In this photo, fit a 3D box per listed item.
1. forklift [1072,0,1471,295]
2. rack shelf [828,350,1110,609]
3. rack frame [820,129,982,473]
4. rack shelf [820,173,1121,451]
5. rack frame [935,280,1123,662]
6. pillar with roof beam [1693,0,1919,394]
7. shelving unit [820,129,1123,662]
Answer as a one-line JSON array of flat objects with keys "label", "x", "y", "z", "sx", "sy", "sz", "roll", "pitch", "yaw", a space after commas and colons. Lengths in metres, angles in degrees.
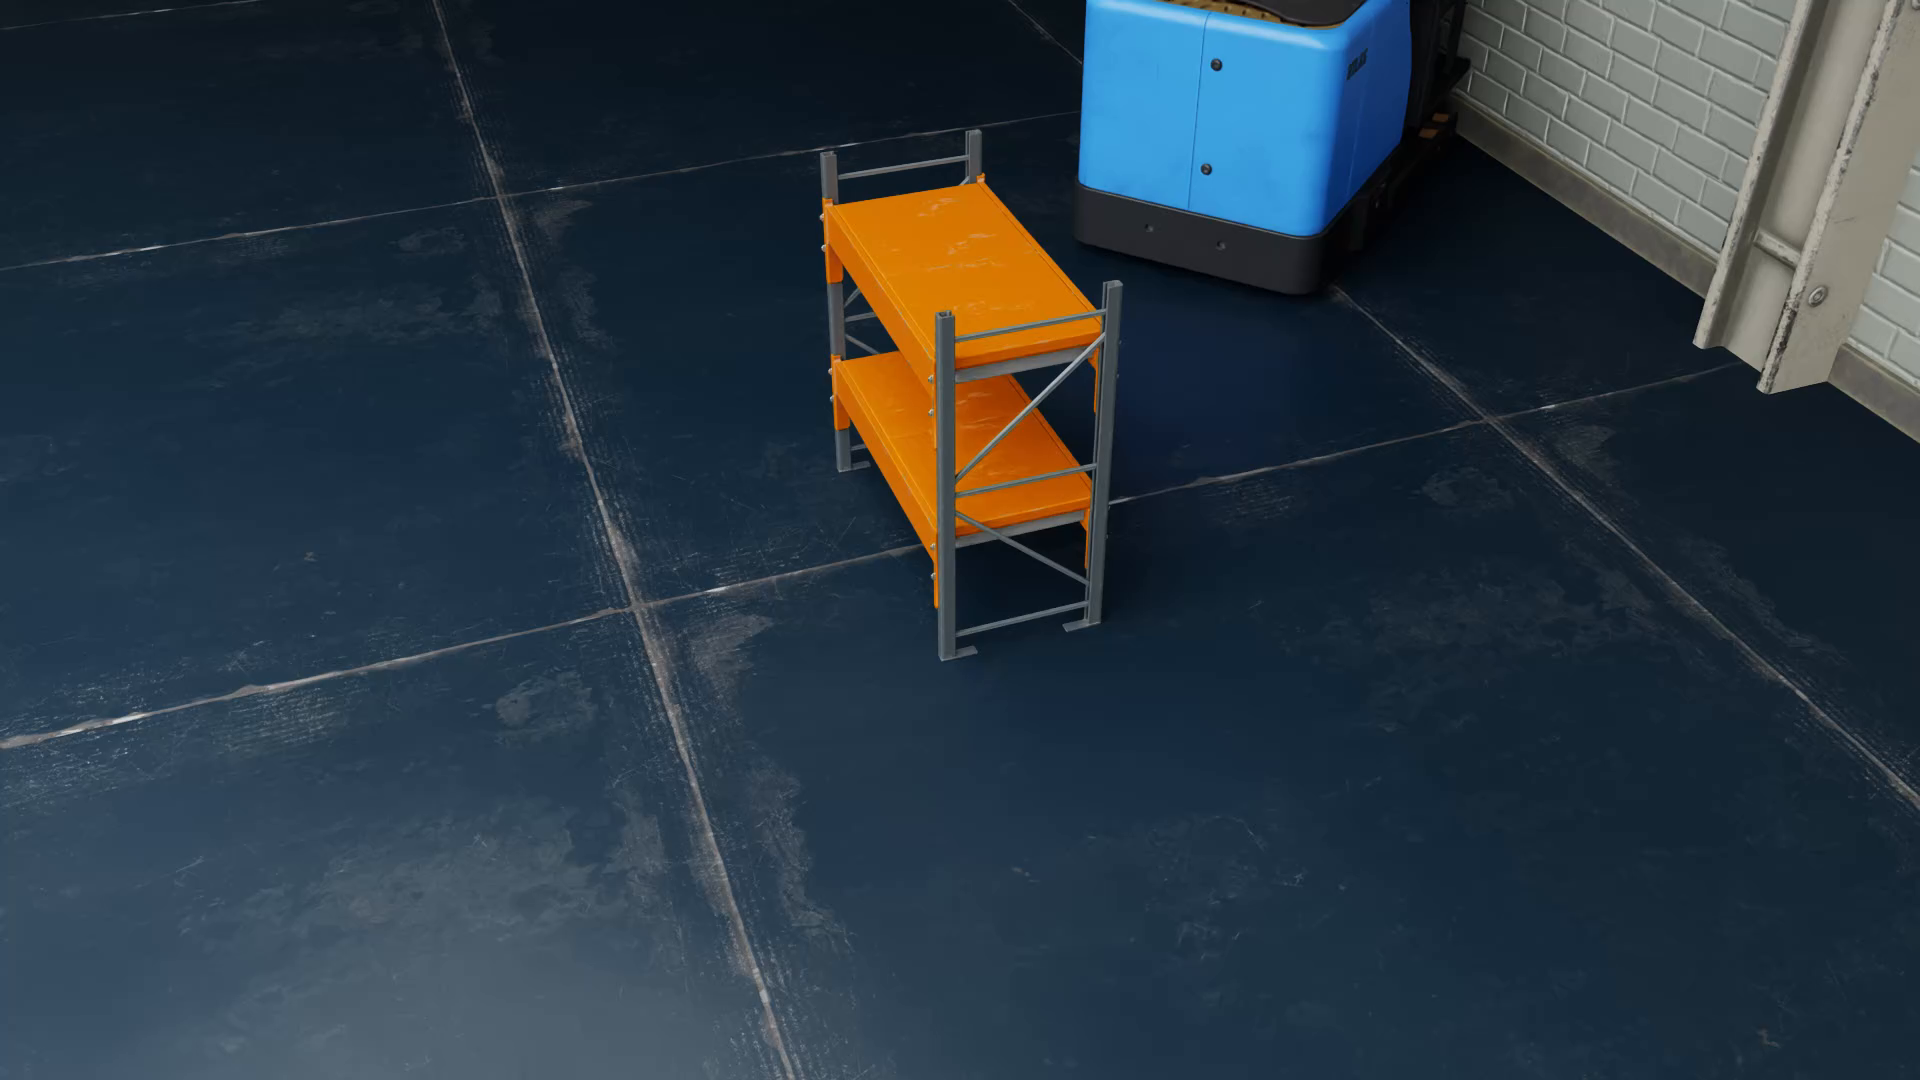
[{"label": "forklift", "x": 1.620, "y": -2.979, "z": 6.768, "sx": 1.130, "sy": 2.935, "sz": 3.031, "roll": 19, "pitch": 41, "yaw": 23}, {"label": "rack shelf", "x": 0.002, "y": -0.250, "z": 5.054, "sx": 0.538, "sy": 0.278, "sz": 1.000, "roll": -12, "pitch": 39, "yaw": -16}, {"label": "rack frame", "x": -0.173, "y": -0.733, "z": 5.288, "sx": 0.500, "sy": 1.125, "sz": 0.032, "roll": -12, "pitch": 39, "yaw": -16}, {"label": "rack shelf", "x": 0.002, "y": -0.679, "z": 4.730, "sx": 0.538, "sy": 0.278, "sz": 1.000, "roll": -12, "pitch": 39, "yaw": -16}, {"label": "rack frame", "x": 0.177, "y": -0.158, "z": 4.525, "sx": 0.500, "sy": 1.125, "sz": 0.032, "roll": -12, "pitch": 39, "yaw": -16}, {"label": "pillar with roof beam", "x": -1.086, "y": -3.366, "z": 2.240, "sx": 9.100, "sy": 9.000, "sz": 0.400, "roll": -12, "pitch": 39, "yaw": -16}, {"label": "shelving unit", "x": 0.002, "y": -0.445, "z": 4.907, "sx": 0.538, "sy": 1.125, "sz": 1.048, "roll": -12, "pitch": 39, "yaw": -16}]
